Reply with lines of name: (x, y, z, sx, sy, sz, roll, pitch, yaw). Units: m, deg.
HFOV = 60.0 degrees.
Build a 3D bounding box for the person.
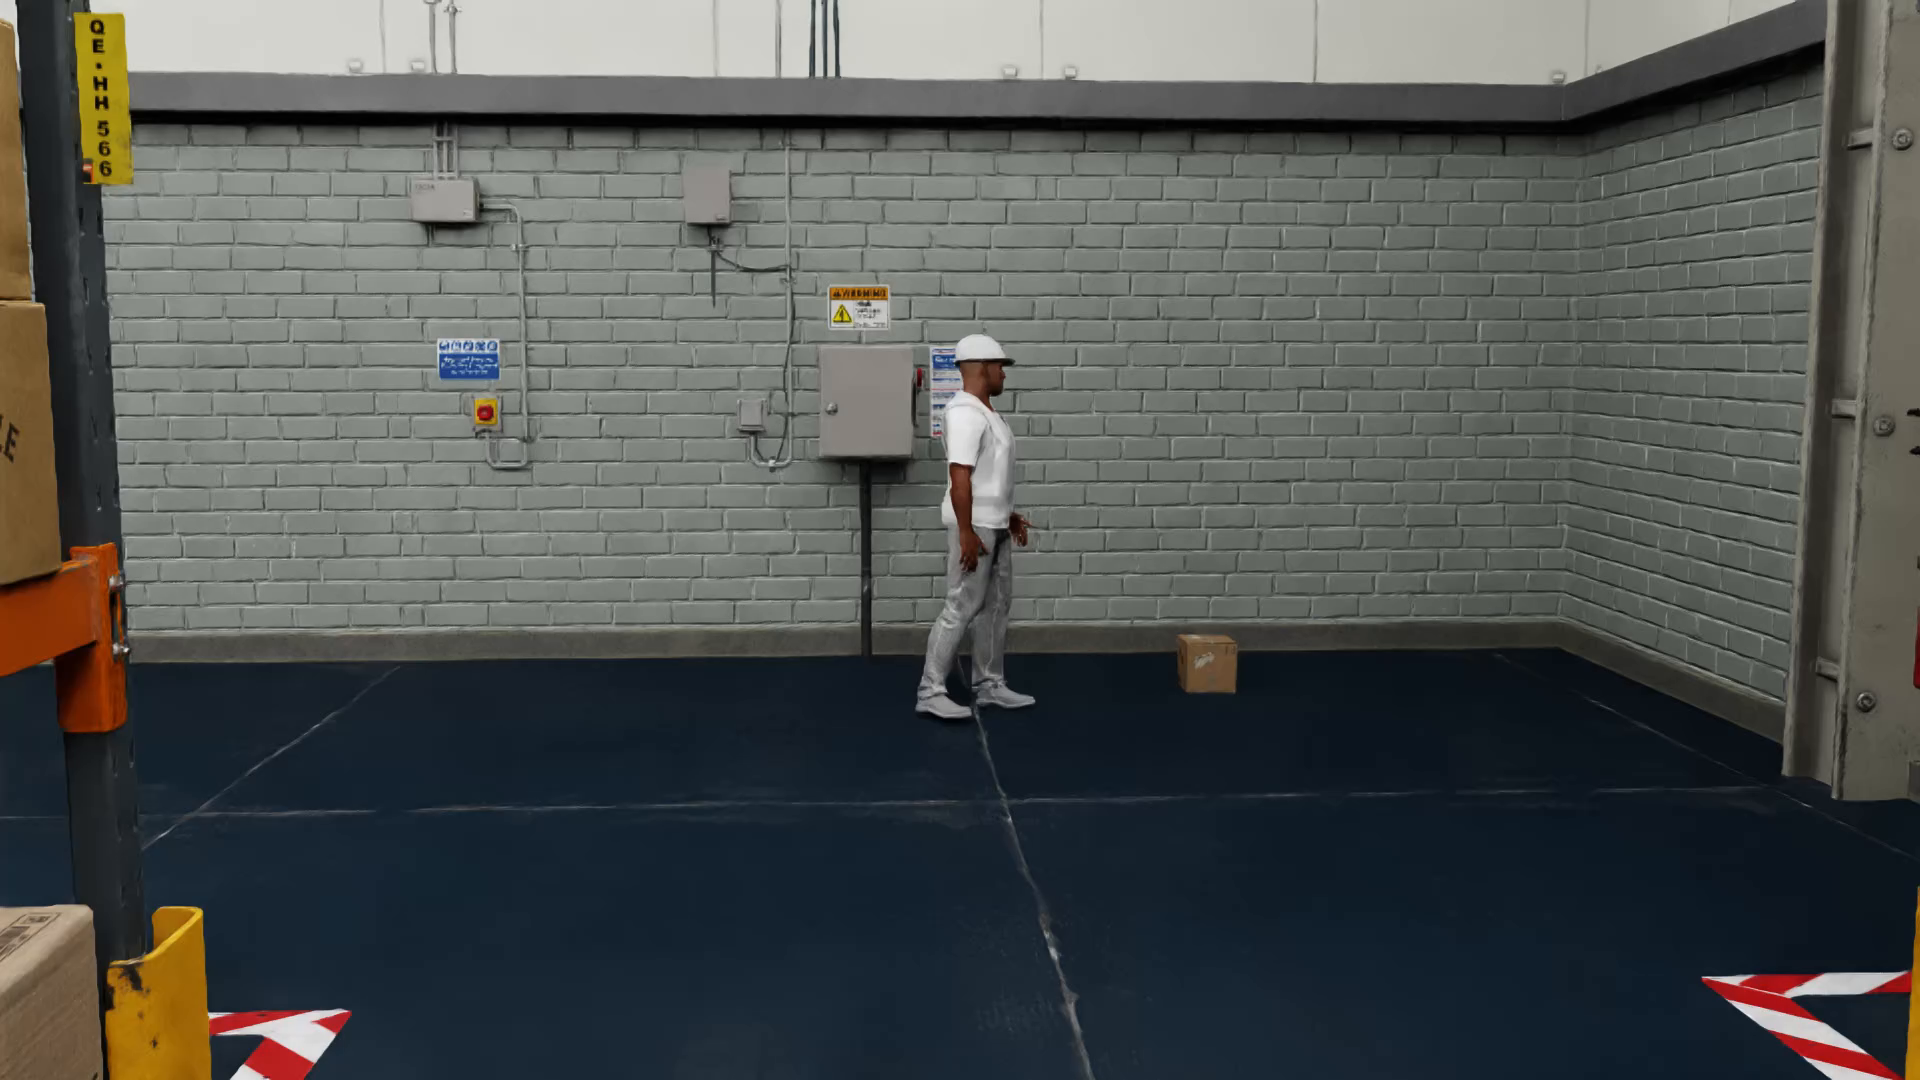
person: (0.089, -0.073, 7.774, 0.526, 1.763, 0.681, 1, 7, 11)
